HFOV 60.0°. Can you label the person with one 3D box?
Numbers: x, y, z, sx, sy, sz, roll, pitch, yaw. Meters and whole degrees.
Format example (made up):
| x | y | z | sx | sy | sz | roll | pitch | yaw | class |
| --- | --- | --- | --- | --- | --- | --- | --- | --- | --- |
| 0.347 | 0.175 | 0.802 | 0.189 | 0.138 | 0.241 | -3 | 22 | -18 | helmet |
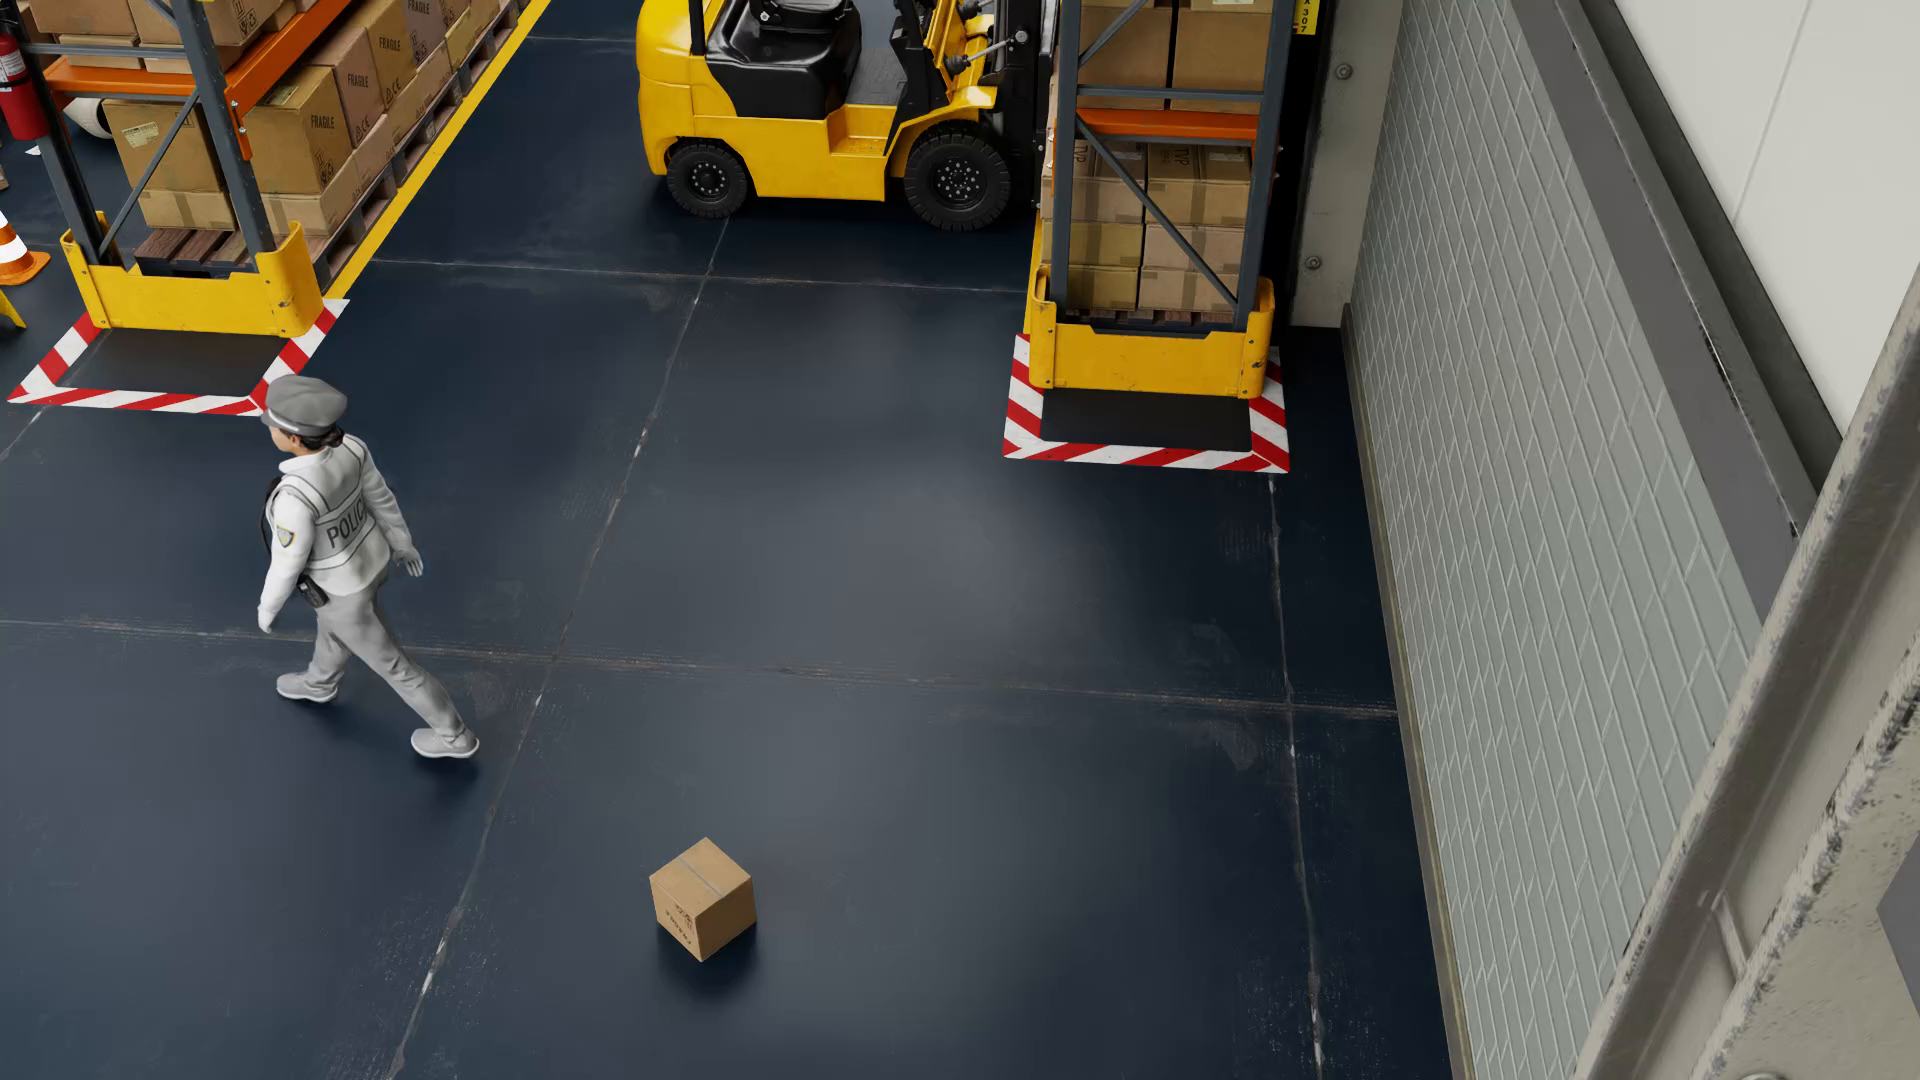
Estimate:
| x | y | z | sx | sy | sz | roll | pitch | yaw | class |
| --- | --- | --- | --- | --- | --- | --- | --- | --- | --- |
| -2.303 | 0.113 | 5.976 | 0.938 | 1.641 | 0.519 | 6 | 41 | 7 | person |
